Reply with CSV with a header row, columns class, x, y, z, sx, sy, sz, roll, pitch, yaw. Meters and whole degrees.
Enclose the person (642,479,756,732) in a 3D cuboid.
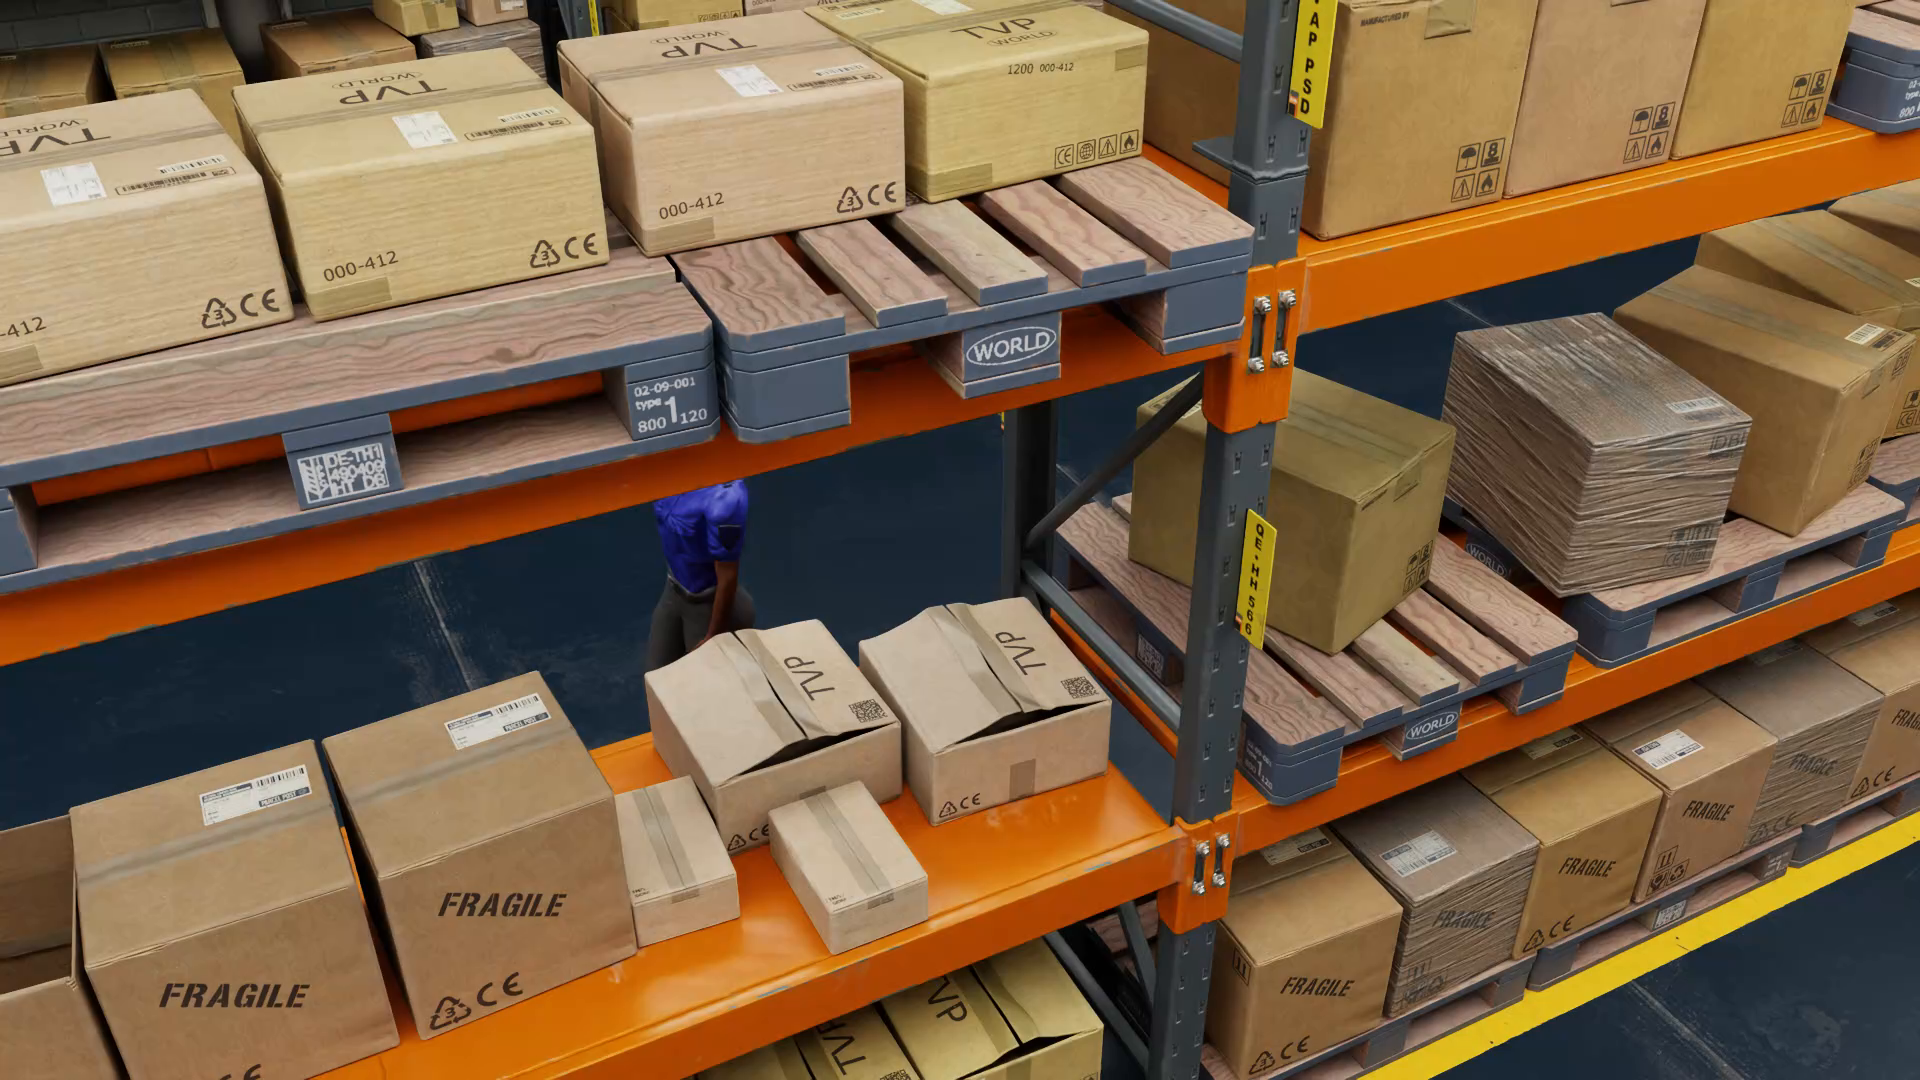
class,x,y,z,sx,sy,sz,roll,pitch,yaw
person,-0.899,0.228,5.778,0.800,1.619,0.452,-17,37,-24
